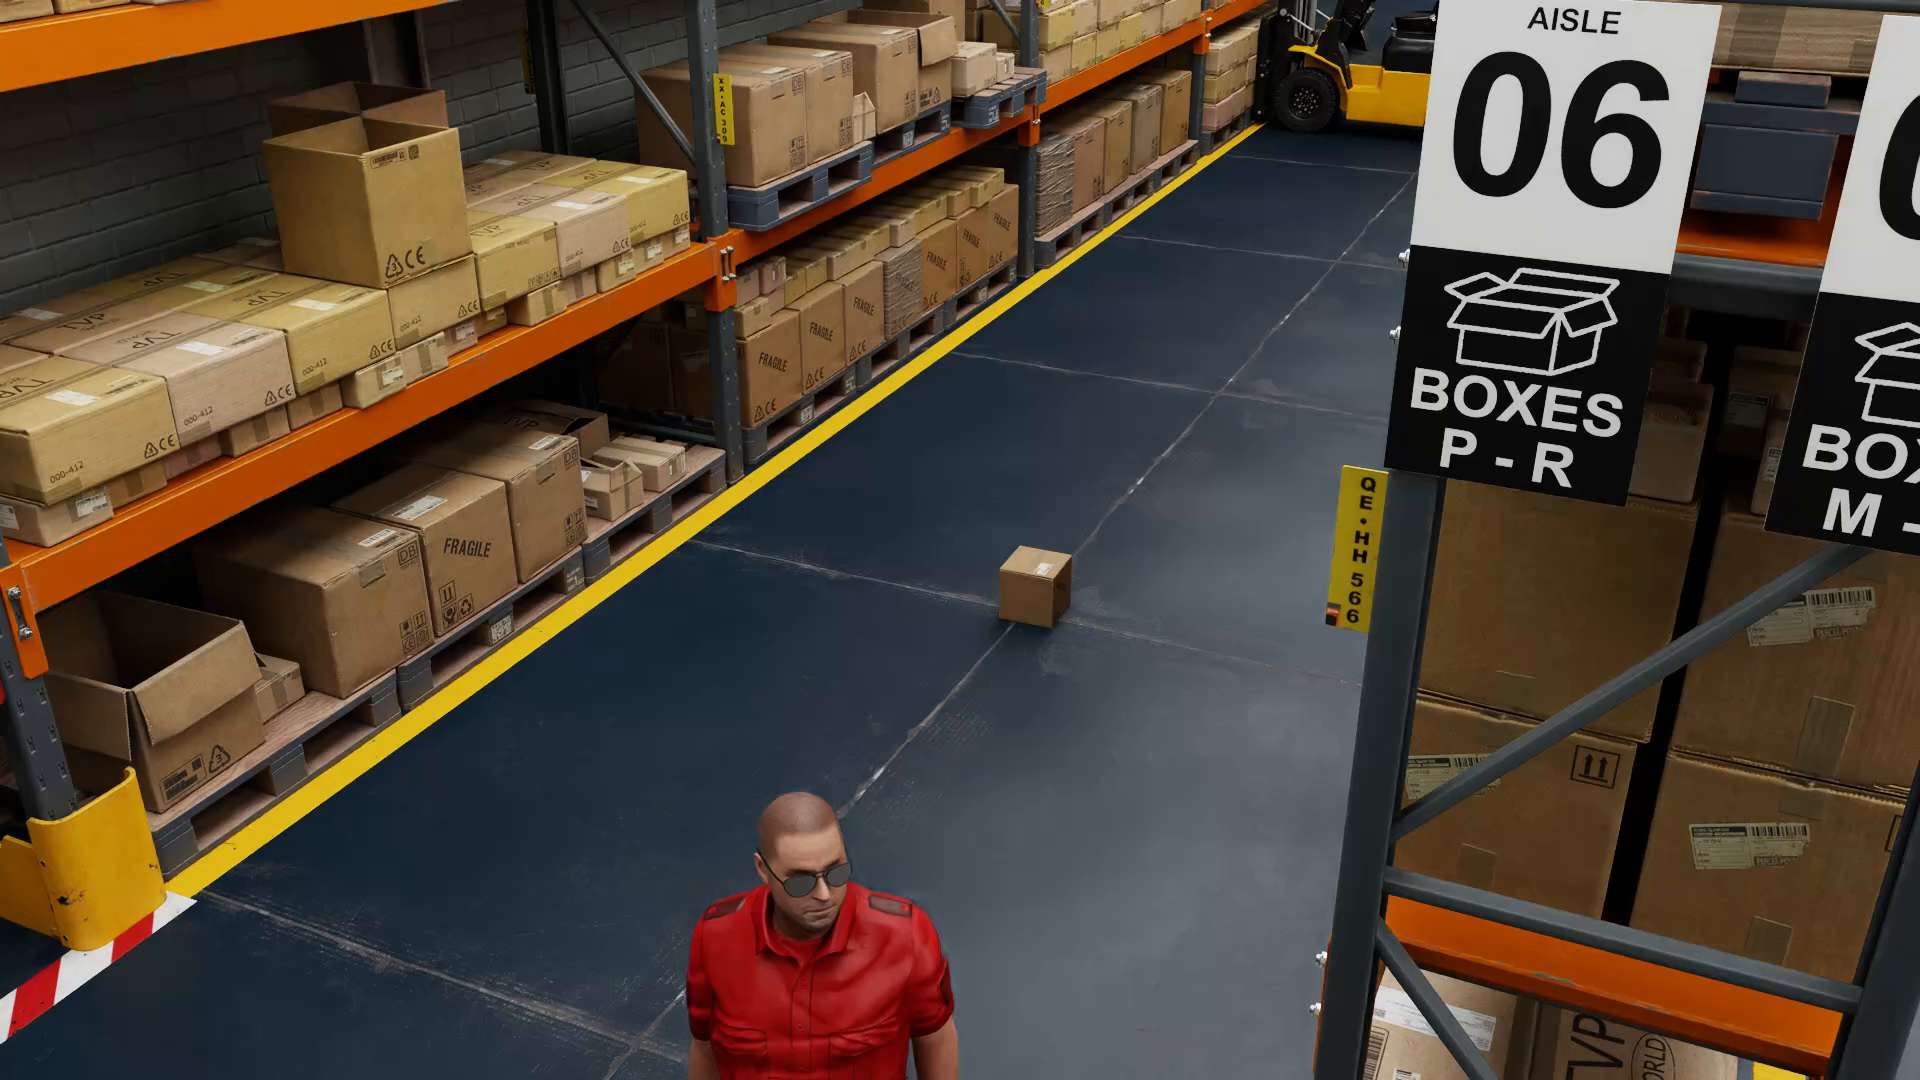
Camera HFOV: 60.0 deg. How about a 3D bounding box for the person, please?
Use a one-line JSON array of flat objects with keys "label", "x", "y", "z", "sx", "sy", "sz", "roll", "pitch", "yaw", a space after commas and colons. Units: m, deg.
[{"label": "person", "x": -0.284, "y": 0.977, "z": 3.294, "sx": 0.547, "sy": 1.039, "sz": 0.341, "roll": 4, "pitch": 26, "yaw": 8}]
